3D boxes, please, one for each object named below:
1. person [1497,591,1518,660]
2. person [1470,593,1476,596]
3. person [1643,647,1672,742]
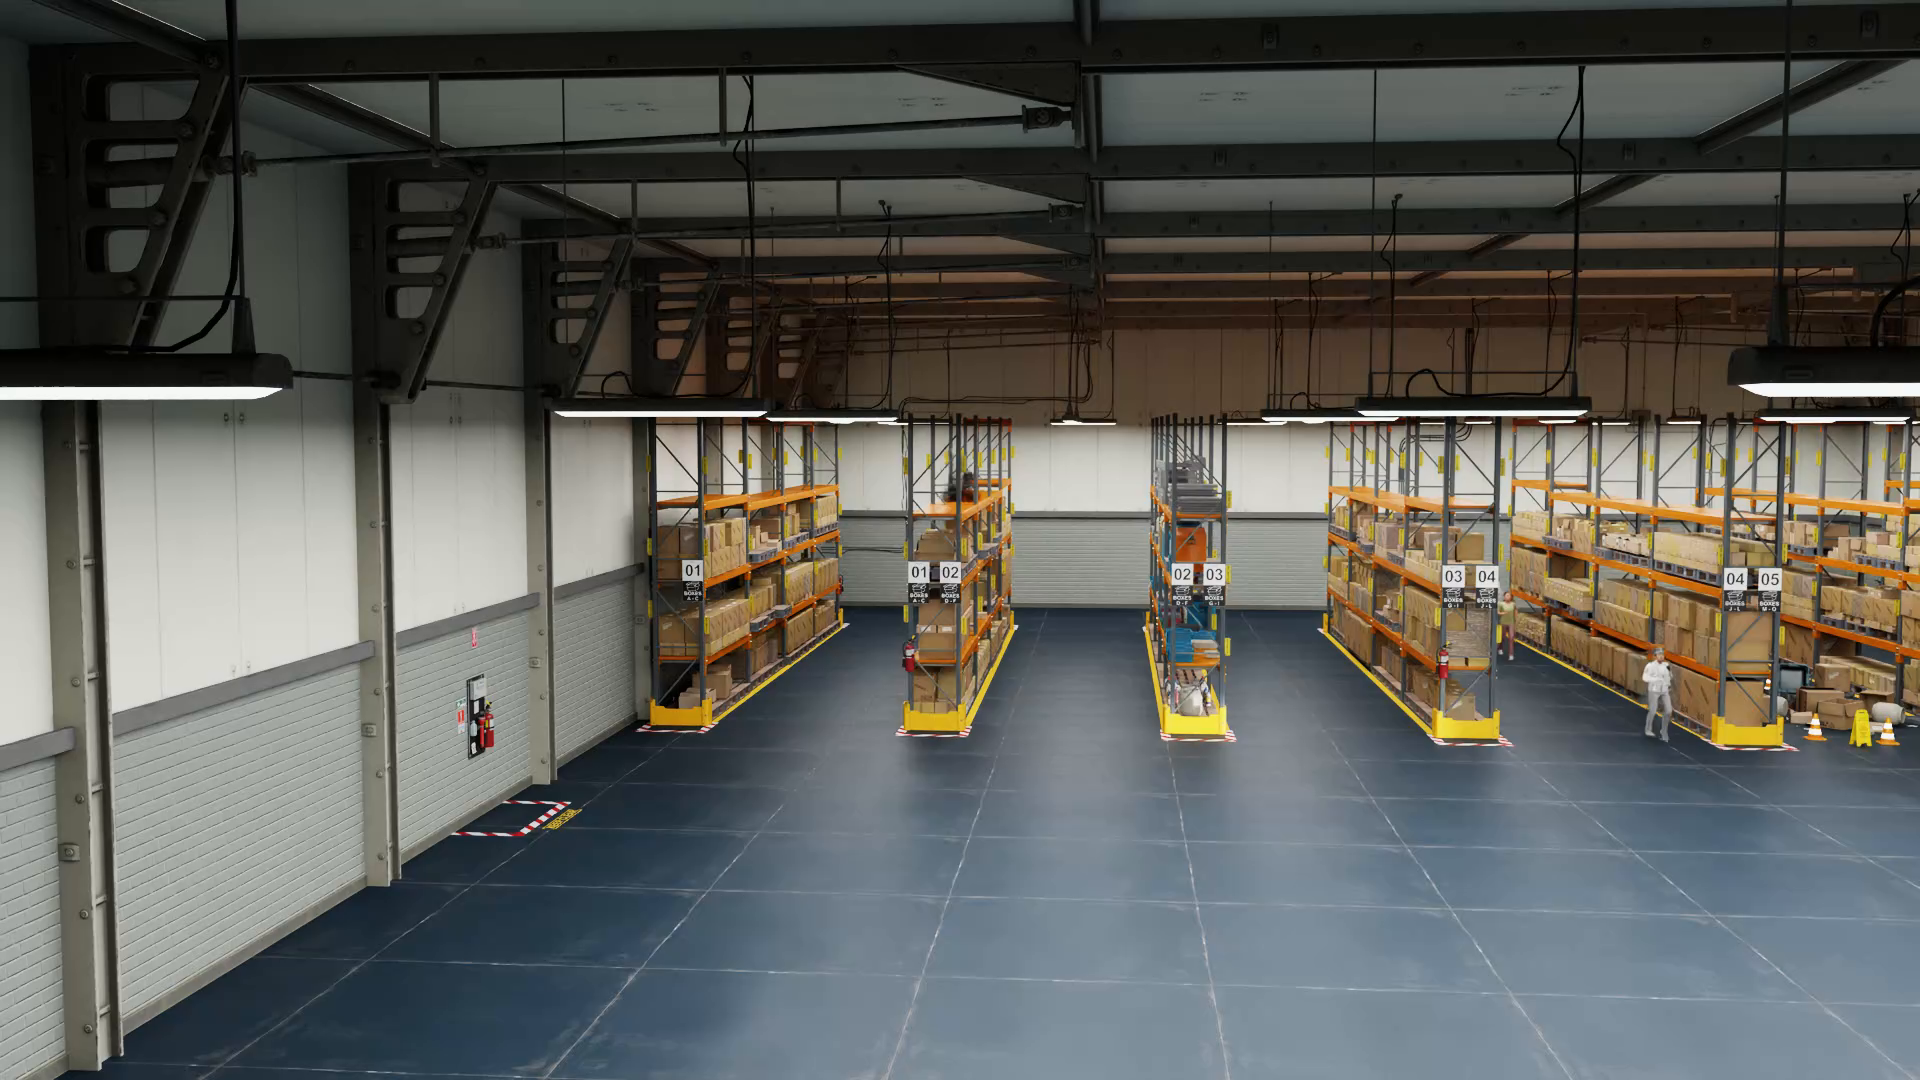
[{"bbox_3d":[13.543,2.094,41.180,0.574,1.653,0.970,0,4,6],"label":"person"},{"bbox_3d":[14.278,1.798,46.858,0.507,1.566,0.842,-3,5,-36],"label":"person"},{"bbox_3d":[12.831,2.834,30.527,0.612,1.766,0.638,0,4,-1],"label":"person"}]
